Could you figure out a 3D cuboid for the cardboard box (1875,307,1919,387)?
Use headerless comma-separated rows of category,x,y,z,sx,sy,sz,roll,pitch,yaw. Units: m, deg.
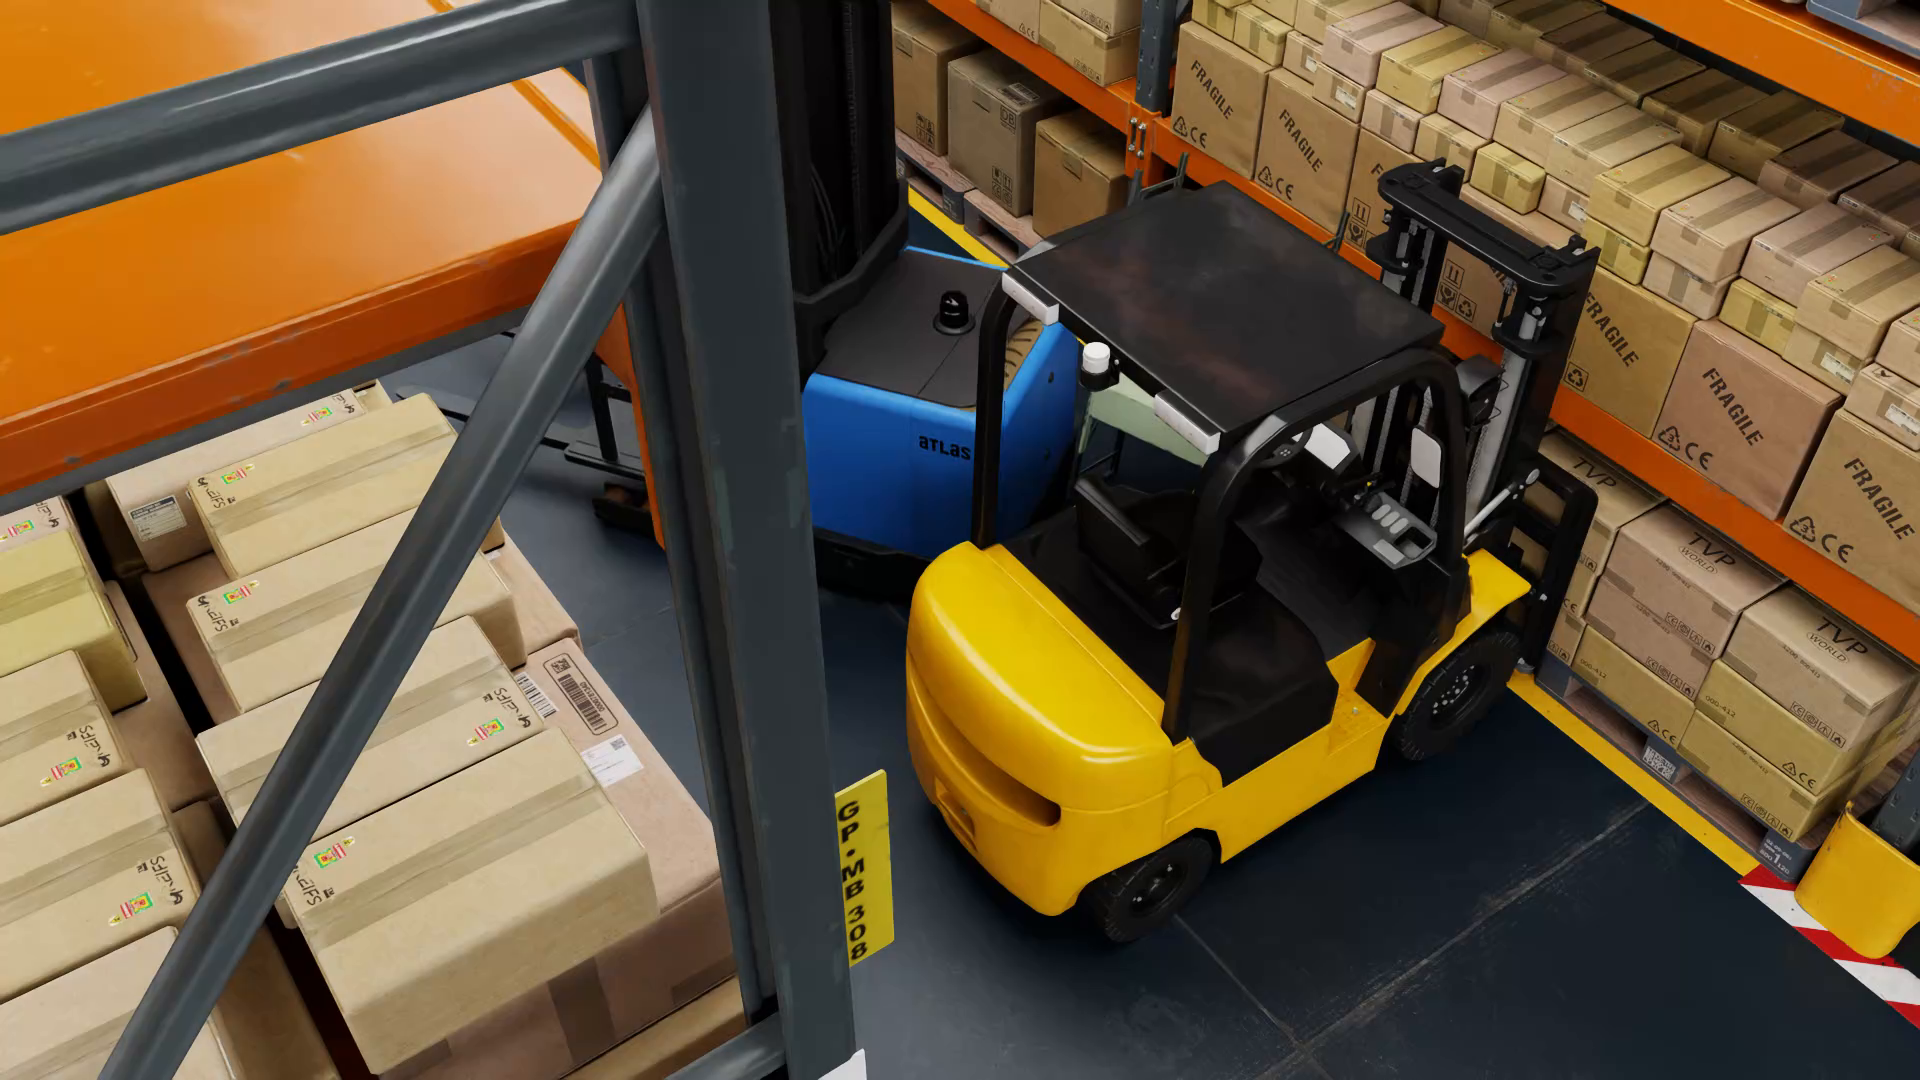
cardboard box,2.959,-0.591,4.930,0.380,0.149,0.250,-26,49,-24

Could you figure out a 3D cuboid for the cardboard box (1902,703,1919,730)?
cardboard box,3.404,0.348,6.029,0.500,0.250,0.500,-25,49,-24

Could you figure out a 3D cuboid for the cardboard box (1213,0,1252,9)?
cardboard box,1.154,-2.312,6.733,0.380,0.149,0.250,-25,49,-24

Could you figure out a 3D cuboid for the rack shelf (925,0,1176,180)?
rack shelf,0.071,-3.104,8.841,1.077,0.370,4.000,-26,49,-24

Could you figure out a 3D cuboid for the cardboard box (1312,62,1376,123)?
cardboard box,1.583,-1.766,6.376,0.380,0.149,0.250,-25,49,-24

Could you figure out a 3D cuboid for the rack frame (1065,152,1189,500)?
rack frame,0.697,-0.878,7.020,0.023,1.500,0.400,28,35,27

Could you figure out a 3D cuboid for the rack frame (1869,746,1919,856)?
rack frame,3.503,0.034,5.033,1.000,3.000,0.127,-26,49,-24

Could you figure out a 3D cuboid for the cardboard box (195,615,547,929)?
cardboard box,-0.759,0.296,2.190,0.380,0.149,0.250,-26,49,-25

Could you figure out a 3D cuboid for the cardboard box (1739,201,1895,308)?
cardboard box,2.705,-0.899,5.253,0.380,0.149,0.250,-25,49,-24

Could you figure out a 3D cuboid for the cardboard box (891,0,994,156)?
cardboard box,0.038,-2.683,9.294,0.875,0.625,0.625,-28,50,-26

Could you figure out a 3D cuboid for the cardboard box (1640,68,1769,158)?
cardboard box,2.625,-1.506,5.888,0.380,0.149,0.250,-25,49,-24

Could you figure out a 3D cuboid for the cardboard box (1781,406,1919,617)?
cardboard box,3.006,-0.177,5.181,0.500,0.500,0.500,-27,50,-25

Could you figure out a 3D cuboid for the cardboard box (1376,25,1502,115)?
cardboard box,1.764,-1.736,6.129,0.380,0.149,0.250,-26,50,-25

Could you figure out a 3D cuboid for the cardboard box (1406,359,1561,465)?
cardboard box,2.106,-0.481,6.535,0.500,0.250,0.500,-27,50,-25

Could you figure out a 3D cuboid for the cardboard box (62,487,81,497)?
cardboard box,-1.644,-0.123,2.629,0.380,0.149,0.250,-27,50,-26

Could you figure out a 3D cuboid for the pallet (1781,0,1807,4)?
pallet,2.418,-2.121,5.182,1.003,0.211,1.213,-26,49,-24

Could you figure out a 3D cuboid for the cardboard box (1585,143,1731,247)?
cardboard box,2.313,-1.147,5.512,0.380,0.149,0.250,-25,49,-24

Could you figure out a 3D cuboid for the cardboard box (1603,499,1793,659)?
cardboard box,2.687,0.091,5.936,0.500,0.250,0.500,-25,49,-24

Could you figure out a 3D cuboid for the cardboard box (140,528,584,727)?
cardboard box,-0.915,0.180,2.601,0.500,0.250,0.500,-26,50,-25

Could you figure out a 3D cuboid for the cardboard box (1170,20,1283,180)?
cardboard box,1.254,-1.913,7.000,0.500,0.500,0.500,-27,50,-25

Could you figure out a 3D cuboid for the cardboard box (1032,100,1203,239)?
cardboard box,0.907,-1.815,8.386,0.875,0.625,0.625,-24,48,-23

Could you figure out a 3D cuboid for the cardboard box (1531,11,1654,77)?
cardboard box,2.351,-1.810,6.207,0.380,0.149,0.250,-26,50,-25

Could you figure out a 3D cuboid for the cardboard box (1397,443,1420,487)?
cardboard box,2.094,-0.313,6.722,0.500,0.250,0.500,-26,49,-25

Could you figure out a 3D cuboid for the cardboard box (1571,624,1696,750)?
cardboard box,2.698,0.450,6.284,0.500,0.250,0.500,-26,49,-24

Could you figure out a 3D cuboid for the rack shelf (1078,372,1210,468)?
rack shelf,0.939,-0.451,7.025,0.720,0.370,0.431,28,35,27

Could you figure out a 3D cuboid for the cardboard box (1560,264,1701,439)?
cardboard box,2.423,-0.764,5.797,0.500,0.500,0.500,-27,50,-25

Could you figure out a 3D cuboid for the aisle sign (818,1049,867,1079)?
aisle sign,-0.276,0.970,2.170,0.394,0.787,0.004,-26,49,-24

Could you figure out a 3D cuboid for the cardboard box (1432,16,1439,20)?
cardboard box,1.925,-2.140,6.768,0.380,0.149,0.250,-25,49,-23

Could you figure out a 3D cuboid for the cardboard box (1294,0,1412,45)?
cardboard box,1.531,-2.058,6.467,0.380,0.149,0.250,-27,50,-25

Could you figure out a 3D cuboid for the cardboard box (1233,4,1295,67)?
cardboard box,1.331,-2.071,6.696,0.380,0.149,0.250,-25,49,-24

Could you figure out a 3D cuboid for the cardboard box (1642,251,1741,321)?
cardboard box,2.482,-0.904,5.473,0.380,0.149,0.250,-27,50,-26

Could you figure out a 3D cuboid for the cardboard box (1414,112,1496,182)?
cardboard box,1.890,-1.481,6.078,0.380,0.149,0.250,-27,50,-26

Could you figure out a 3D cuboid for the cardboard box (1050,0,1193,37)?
cardboard box,0.724,-2.535,7.470,0.500,0.250,0.500,-27,50,-25

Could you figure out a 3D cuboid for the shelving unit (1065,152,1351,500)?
shelving unit,0.987,-0.726,6.856,0.755,1.500,0.431,28,35,27

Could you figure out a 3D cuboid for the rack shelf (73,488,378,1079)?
rack shelf,-1.710,0.040,3.376,1.077,0.370,4.000,-26,49,-24

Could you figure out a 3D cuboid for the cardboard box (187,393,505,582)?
cardboard box,-0.934,-0.041,2.544,0.380,0.149,0.250,-26,49,-25

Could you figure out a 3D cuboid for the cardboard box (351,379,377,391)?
cardboard box,-1.237,-0.324,2.840,0.380,0.149,0.250,-24,49,-23

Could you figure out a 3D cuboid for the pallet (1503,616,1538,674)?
pallet,2.337,-0.064,7.155,1.003,0.211,1.213,-26,49,-24

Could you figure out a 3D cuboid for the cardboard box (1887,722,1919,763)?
cardboard box,3.382,0.522,6.209,0.500,0.250,0.500,-26,49,-24

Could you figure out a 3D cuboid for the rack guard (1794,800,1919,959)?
rack guard,3.517,0.952,5.882,1.175,0.500,0.348,-26,49,-24

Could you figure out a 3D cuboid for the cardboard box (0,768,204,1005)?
cardboard box,-1.118,0.479,2.000,0.380,0.149,0.250,-25,49,-24

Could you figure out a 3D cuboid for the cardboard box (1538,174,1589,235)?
cardboard box,2.252,-1.216,5.800,0.380,0.149,0.250,-26,49,-25

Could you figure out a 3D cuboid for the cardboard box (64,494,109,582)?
cardboard box,-1.667,0.098,2.687,0.500,0.250,0.500,-24,49,-23

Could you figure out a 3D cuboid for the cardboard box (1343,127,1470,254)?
cardboard box,1.857,-1.338,6.398,0.500,0.500,0.500,-26,50,-25

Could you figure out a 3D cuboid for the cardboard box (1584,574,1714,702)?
cardboard box,2.690,0.256,6.126,0.500,0.250,0.500,-26,50,-25

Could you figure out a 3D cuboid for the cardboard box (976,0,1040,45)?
cardboard box,0.420,-2.641,7.944,0.500,0.250,0.500,-26,49,-25

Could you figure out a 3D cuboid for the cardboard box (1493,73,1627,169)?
cardboard box,2.113,-1.479,5.861,0.380,0.149,0.250,-26,49,-24

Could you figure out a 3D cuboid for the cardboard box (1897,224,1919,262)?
cardboard box,3.201,-0.924,5.279,0.380,0.149,0.250,-25,49,-24

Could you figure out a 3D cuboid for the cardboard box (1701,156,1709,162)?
cardboard box,2.664,-1.408,6.001,0.380,0.149,0.250,-26,49,-25

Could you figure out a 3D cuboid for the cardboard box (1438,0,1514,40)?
cardboard box,2.112,-2.128,6.540,0.380,0.149,0.250,-27,50,-25

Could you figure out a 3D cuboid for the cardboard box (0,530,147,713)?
cardboard box,-1.382,0.177,2.315,0.380,0.149,0.250,-25,49,-24

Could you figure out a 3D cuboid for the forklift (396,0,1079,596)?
forklift,-1.060,-1.399,6.584,3.031,2.935,1.130,15,46,16

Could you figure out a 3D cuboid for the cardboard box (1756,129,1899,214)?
cardboard box,2.901,-1.209,5.578,0.380,0.149,0.250,-24,49,-23

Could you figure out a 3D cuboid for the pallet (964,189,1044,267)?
pallet,0.761,-1.624,8.789,1.003,0.211,1.213,-26,49,-24

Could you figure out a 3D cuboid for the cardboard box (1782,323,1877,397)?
cardboard box,2.806,-0.626,5.182,0.380,0.149,0.250,-25,49,-24

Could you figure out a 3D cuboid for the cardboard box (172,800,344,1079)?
cardboard box,-1.080,0.676,2.082,0.500,0.250,0.500,-26,50,-25
